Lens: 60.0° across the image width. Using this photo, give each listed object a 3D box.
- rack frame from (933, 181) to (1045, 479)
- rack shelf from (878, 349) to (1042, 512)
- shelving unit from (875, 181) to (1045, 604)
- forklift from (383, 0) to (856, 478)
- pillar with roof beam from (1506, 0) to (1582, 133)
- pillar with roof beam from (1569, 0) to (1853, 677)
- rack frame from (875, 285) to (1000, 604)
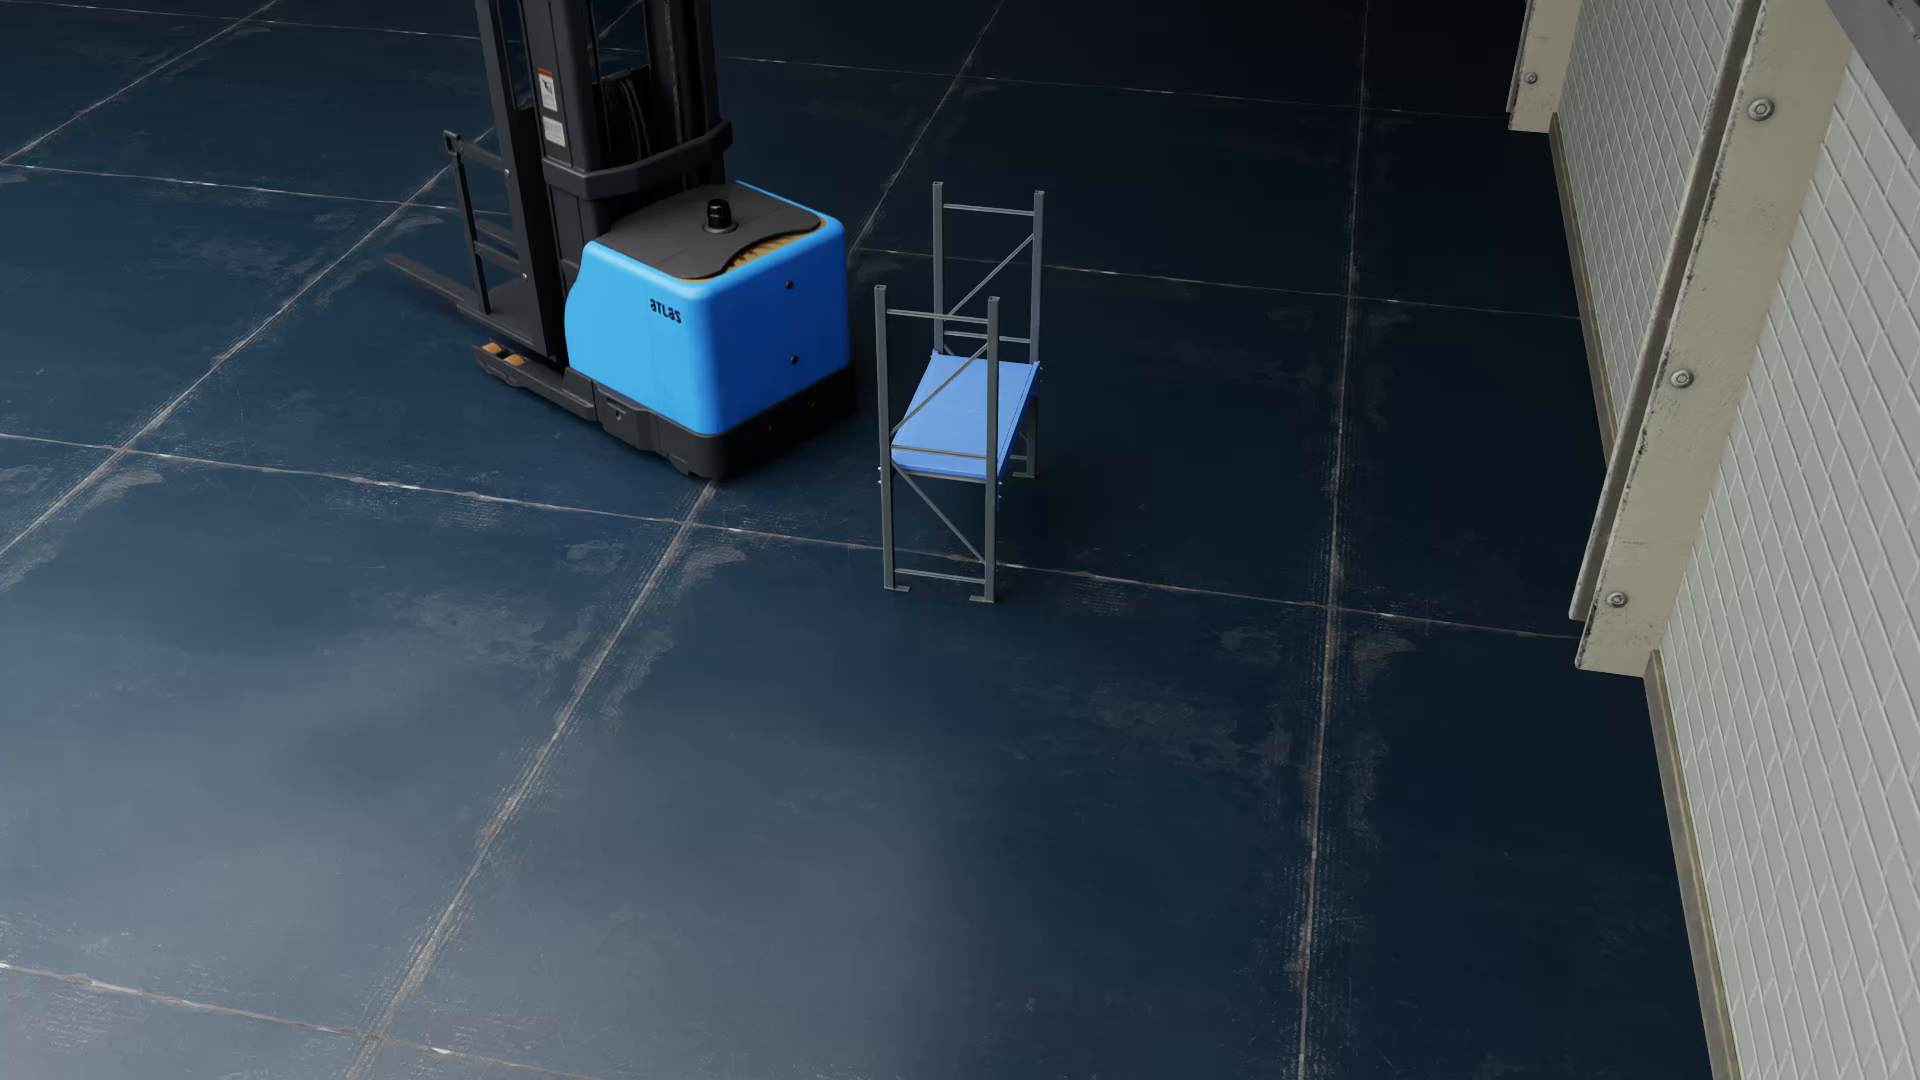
[{"bbox_3d":[0.127,-0.948,7.779,0.500,1.500,0.032,7,37,10],"label":"rack frame"},{"bbox_3d":[0.018,-0.511,7.483,0.538,0.185,1.000,7,37,10],"label":"rack shelf"},{"bbox_3d":[0.018,-0.656,7.377,0.538,1.500,1.048,7,37,10],"label":"shelving unit"},{"bbox_3d":[-1.985,-2.214,8.308,3.031,2.935,1.130,27,44,32],"label":"forklift"},{"bbox_3d":[-0.137,-7.177,9.985,9.100,9.000,0.400,7,37,10],"label":"pillar with roof beam"},{"bbox_3d":[-1.418,-3.737,5.239,9.100,9.000,0.400,7,37,10],"label":"pillar with roof beam"},{"bbox_3d":[-0.090,-0.365,6.975,0.500,1.500,0.032,7,37,10],"label":"rack frame"}]
